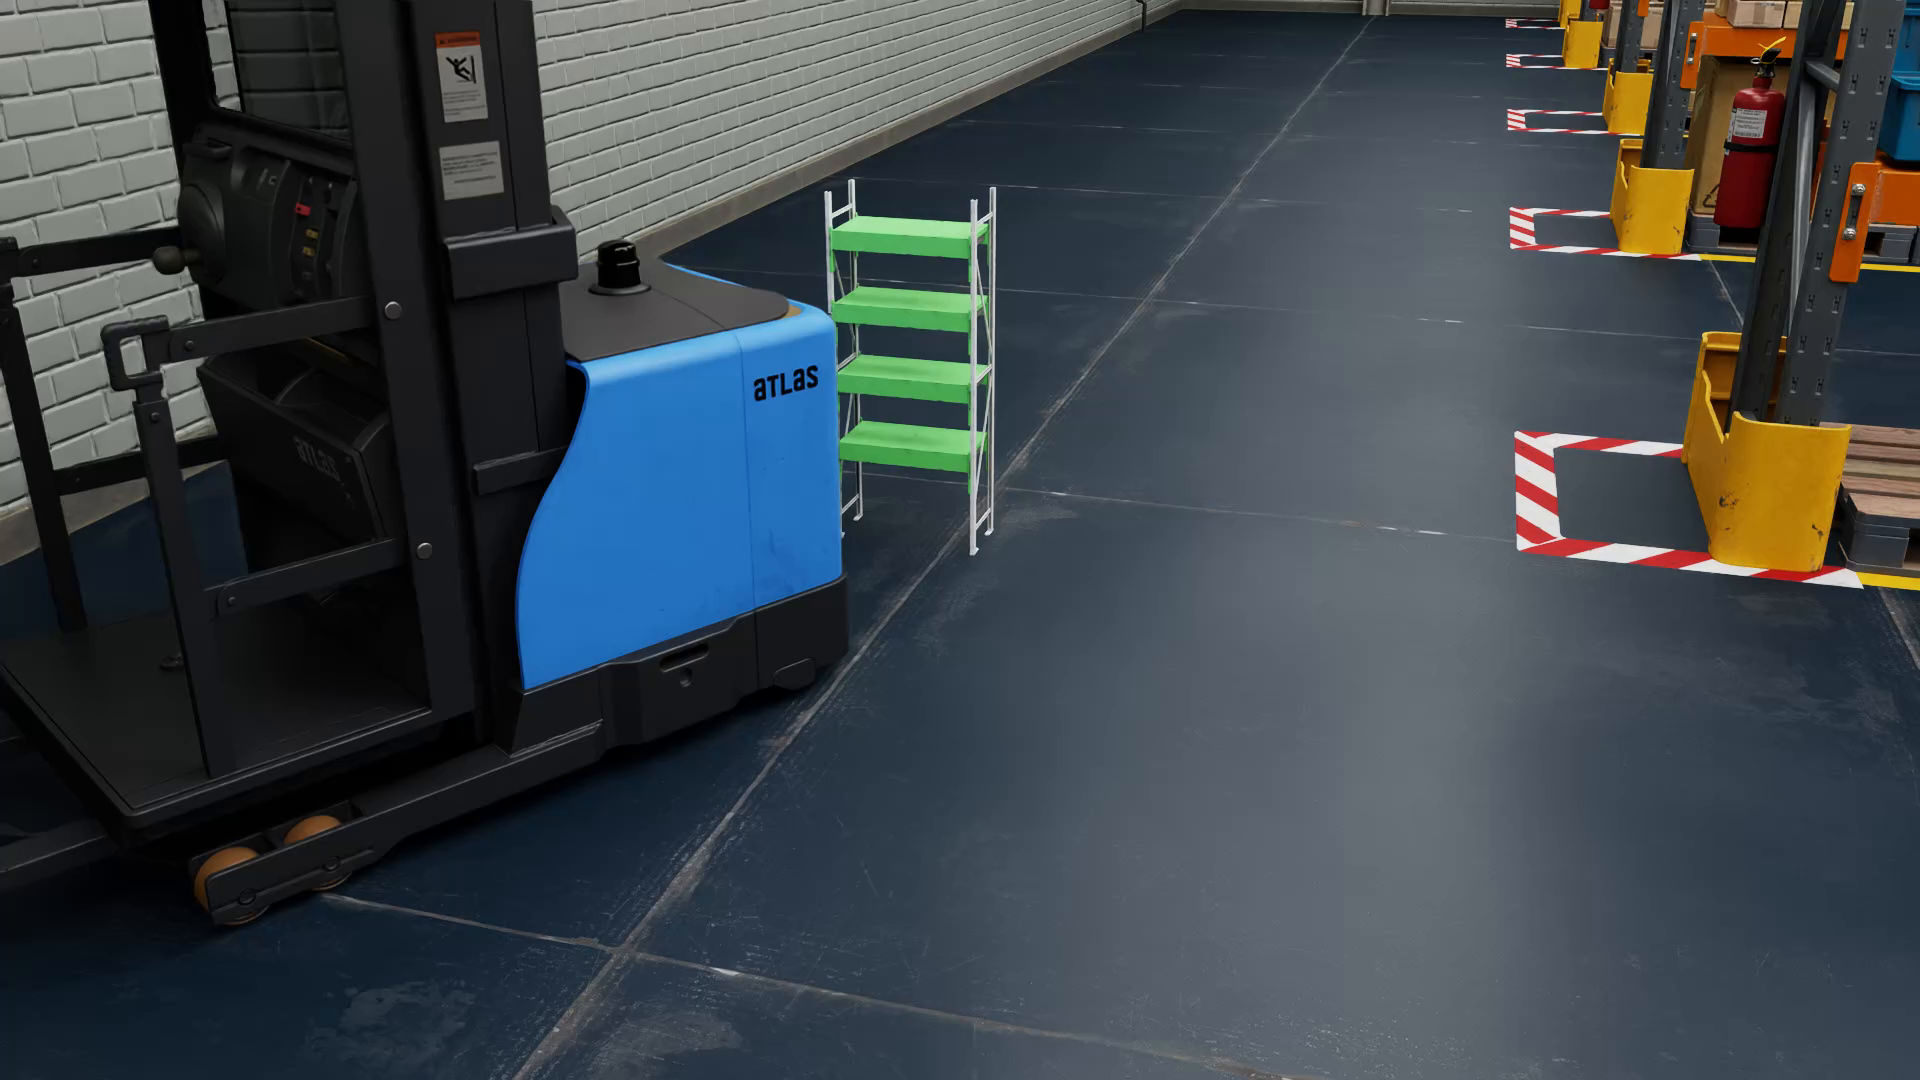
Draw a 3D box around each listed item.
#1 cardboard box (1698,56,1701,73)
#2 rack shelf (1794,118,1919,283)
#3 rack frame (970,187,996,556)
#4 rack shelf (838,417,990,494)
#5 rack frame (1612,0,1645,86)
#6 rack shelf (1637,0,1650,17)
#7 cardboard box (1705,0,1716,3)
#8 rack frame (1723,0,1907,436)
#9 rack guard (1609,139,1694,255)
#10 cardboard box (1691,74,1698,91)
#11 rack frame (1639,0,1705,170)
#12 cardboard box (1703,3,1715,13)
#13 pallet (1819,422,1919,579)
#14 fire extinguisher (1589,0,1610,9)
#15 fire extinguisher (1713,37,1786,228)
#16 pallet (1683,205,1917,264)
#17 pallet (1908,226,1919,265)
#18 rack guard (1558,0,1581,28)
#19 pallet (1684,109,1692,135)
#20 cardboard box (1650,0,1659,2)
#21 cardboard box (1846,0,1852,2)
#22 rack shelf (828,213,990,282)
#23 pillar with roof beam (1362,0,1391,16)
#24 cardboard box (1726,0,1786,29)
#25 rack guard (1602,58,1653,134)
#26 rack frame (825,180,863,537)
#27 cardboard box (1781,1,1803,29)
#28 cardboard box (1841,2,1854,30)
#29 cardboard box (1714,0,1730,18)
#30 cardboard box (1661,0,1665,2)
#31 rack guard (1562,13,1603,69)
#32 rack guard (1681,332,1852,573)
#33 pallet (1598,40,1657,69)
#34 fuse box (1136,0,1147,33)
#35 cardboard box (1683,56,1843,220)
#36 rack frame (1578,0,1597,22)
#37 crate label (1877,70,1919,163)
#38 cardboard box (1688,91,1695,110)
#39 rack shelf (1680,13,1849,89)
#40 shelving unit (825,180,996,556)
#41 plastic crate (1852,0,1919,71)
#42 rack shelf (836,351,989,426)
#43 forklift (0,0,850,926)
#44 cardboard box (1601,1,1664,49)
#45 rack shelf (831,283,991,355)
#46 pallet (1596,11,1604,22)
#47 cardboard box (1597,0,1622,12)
[{"bbox_3d":[6.248,-4.065,14.147,0.250,0.149,0.380,5,23,13],"label":"cardboard box"},{"bbox_3d":[4.799,-0.953,5.088,4.000,0.370,1.077,7,23,16],"label":"rack shelf"},{"bbox_3d":[0.075,-0.547,5.521,0.015,1.200,0.240,7,23,16],"label":"rack frame"},{"bbox_3d":[-0.158,-0.292,5.702,0.480,0.148,0.258,7,23,16],"label":"rack shelf"},{"bbox_3d":[5.845,-5.095,14.240,0.127,3.000,1.000,7,23,16],"label":"rack frame"},{"bbox_3d":[7.759,-4.543,13.842,4.000,0.370,1.077,7,23,16],"label":"rack shelf"},{"bbox_3d":[10.451,-7.443,22.703,0.500,0.500,0.500,7,23,17],"label":"cardboard box"},{"bbox_3d":[2.884,-1.505,5.486,0.127,3.000,1.000,7,23,16],"label":"rack frame"},{"bbox_3d":[4.292,-2.151,10.354,0.348,0.500,1.175,7,23,16],"label":"rack guard"},{"bbox_3d":[6.272,-3.958,14.277,0.250,0.149,0.380,8,23,18],"label":"cardboard box"},{"bbox_3d":[4.315,-3.304,9.873,0.127,3.000,1.000,7,23,16],"label":"rack frame"},{"bbox_3d":[8.717,-5.781,18.733,0.875,0.438,0.875,7,23,17],"label":"cardboard box"},{"bbox_3d":[3.663,-0.110,5.761,1.213,0.211,1.003,7,23,16],"label":"pallet"},{"bbox_3d":[5.737,-5.082,14.801,0.183,0.674,0.296,7,23,16],"label":"fire extinguisher"},{"bbox_3d":[2.871,-1.478,6.015,0.183,0.674,0.296,7,23,16],"label":"fire extinguisher"},{"bbox_3d":[5.103,-1.955,10.258,1.213,0.211,1.003,7,23,16],"label":"pallet"},{"bbox_3d":[6.267,-1.821,9.930,1.213,0.211,1.003,7,23,16],"label":"pallet"},{"bbox_3d":[8.681,-7.544,23.503,0.348,0.500,1.175,7,23,16],"label":"rack guard"},{"bbox_3d":[6.685,-3.695,14.500,1.213,0.211,1.003,7,23,16],"label":"pallet"},{"bbox_3d":[9.562,-7.422,23.115,0.250,0.149,0.380,6,23,13],"label":"cardboard box"},{"bbox_3d":[5.196,-3.167,9.345,0.500,0.250,0.500,6,23,15],"label":"cardboard box"},{"bbox_3d":[-0.158,-0.958,5.429,0.480,0.148,0.258,7,23,16],"label":"rack shelf"},{"bbox_3d":[5.043,-10.543,19.616,0.400,9.000,9.100,7,23,16],"label":"pillar with roof beam"},{"bbox_3d":[4.560,-3.029,9.534,0.250,0.149,0.380,7,23,16],"label":"cardboard box"},{"bbox_3d":[5.917,-3.931,14.694,0.348,0.500,1.175,7,23,16],"label":"rack guard"},{"bbox_3d":[-0.392,-0.600,5.652,0.015,1.200,0.240,7,23,16],"label":"rack frame"},{"bbox_3d":[4.806,-3.002,9.467,0.250,0.149,0.380,6,23,15],"label":"cardboard box"},{"bbox_3d":[5.051,-2.974,9.398,0.250,0.149,0.380,6,23,14],"label":"cardboard box"},{"bbox_3d":[4.751,-3.269,10.118,0.250,0.149,0.380,7,23,17],"label":"cardboard box"},{"bbox_3d":[9.973,-7.537,22.933,0.500,0.500,0.700,8,23,18],"label":"cardboard box"},{"bbox_3d":[7.155,-5.751,19.132,0.348,0.500,1.175,7,23,16],"label":"rack guard"},{"bbox_3d":[2.858,-0.346,5.956,0.348,0.500,1.175,7,23,16],"label":"rack guard"},{"bbox_3d":[7.966,-5.556,19.036,1.213,0.211,1.003,7,23,16],"label":"pallet"},{"bbox_3d":[2.519,-7.666,22.204,0.414,1.711,0.539,7,23,16],"label":"fuse box"},{"bbox_3d":[4.951,-2.475,10.097,0.875,0.875,0.875,7,23,16],"label":"cardboard box"},{"bbox_3d":[7.178,-6.905,18.651,0.127,3.000,1.000,7,23,16],"label":"rack frame"},{"bbox_3d":[3.026,-1.309,5.149,0.303,0.233,0.416,7,23,16],"label":"crate label"},{"bbox_3d":[6.254,-3.797,14.277,0.250,0.149,0.380,7,23,17],"label":"cardboard box"},{"bbox_3d":[6.230,-2.752,9.475,4.000,0.370,1.077,7,23,16],"label":"rack shelf"},{"bbox_3d":[-0.158,-0.573,5.587,0.503,1.200,0.258,7,23,16],"label":"shelving unit"},{"bbox_3d":[3.259,-1.580,5.544,0.499,0.435,0.616,7,23,16],"label":"plastic crate"},{"bbox_3d":[-0.158,-0.514,5.611,0.480,0.148,0.258,7,23,16],"label":"rack shelf"},{"bbox_3d":[-1.741,-0.726,3.678,3.031,2.935,1.130,-20,29,-39],"label":"forklift"},{"bbox_3d":[7.839,-5.878,18.970,0.875,0.438,0.875,6,23,14],"label":"cardboard box"},{"bbox_3d":[-0.158,-0.736,5.520,0.480,0.148,0.258,7,23,16],"label":"rack shelf"},{"bbox_3d":[9.444,-7.323,23.345,1.213,0.211,1.003,7,23,16],"label":"pallet"},{"bbox_3d":[9.166,-7.647,23.195,0.637,0.503,0.797,6,23,13],"label":"cardboard box"}]
